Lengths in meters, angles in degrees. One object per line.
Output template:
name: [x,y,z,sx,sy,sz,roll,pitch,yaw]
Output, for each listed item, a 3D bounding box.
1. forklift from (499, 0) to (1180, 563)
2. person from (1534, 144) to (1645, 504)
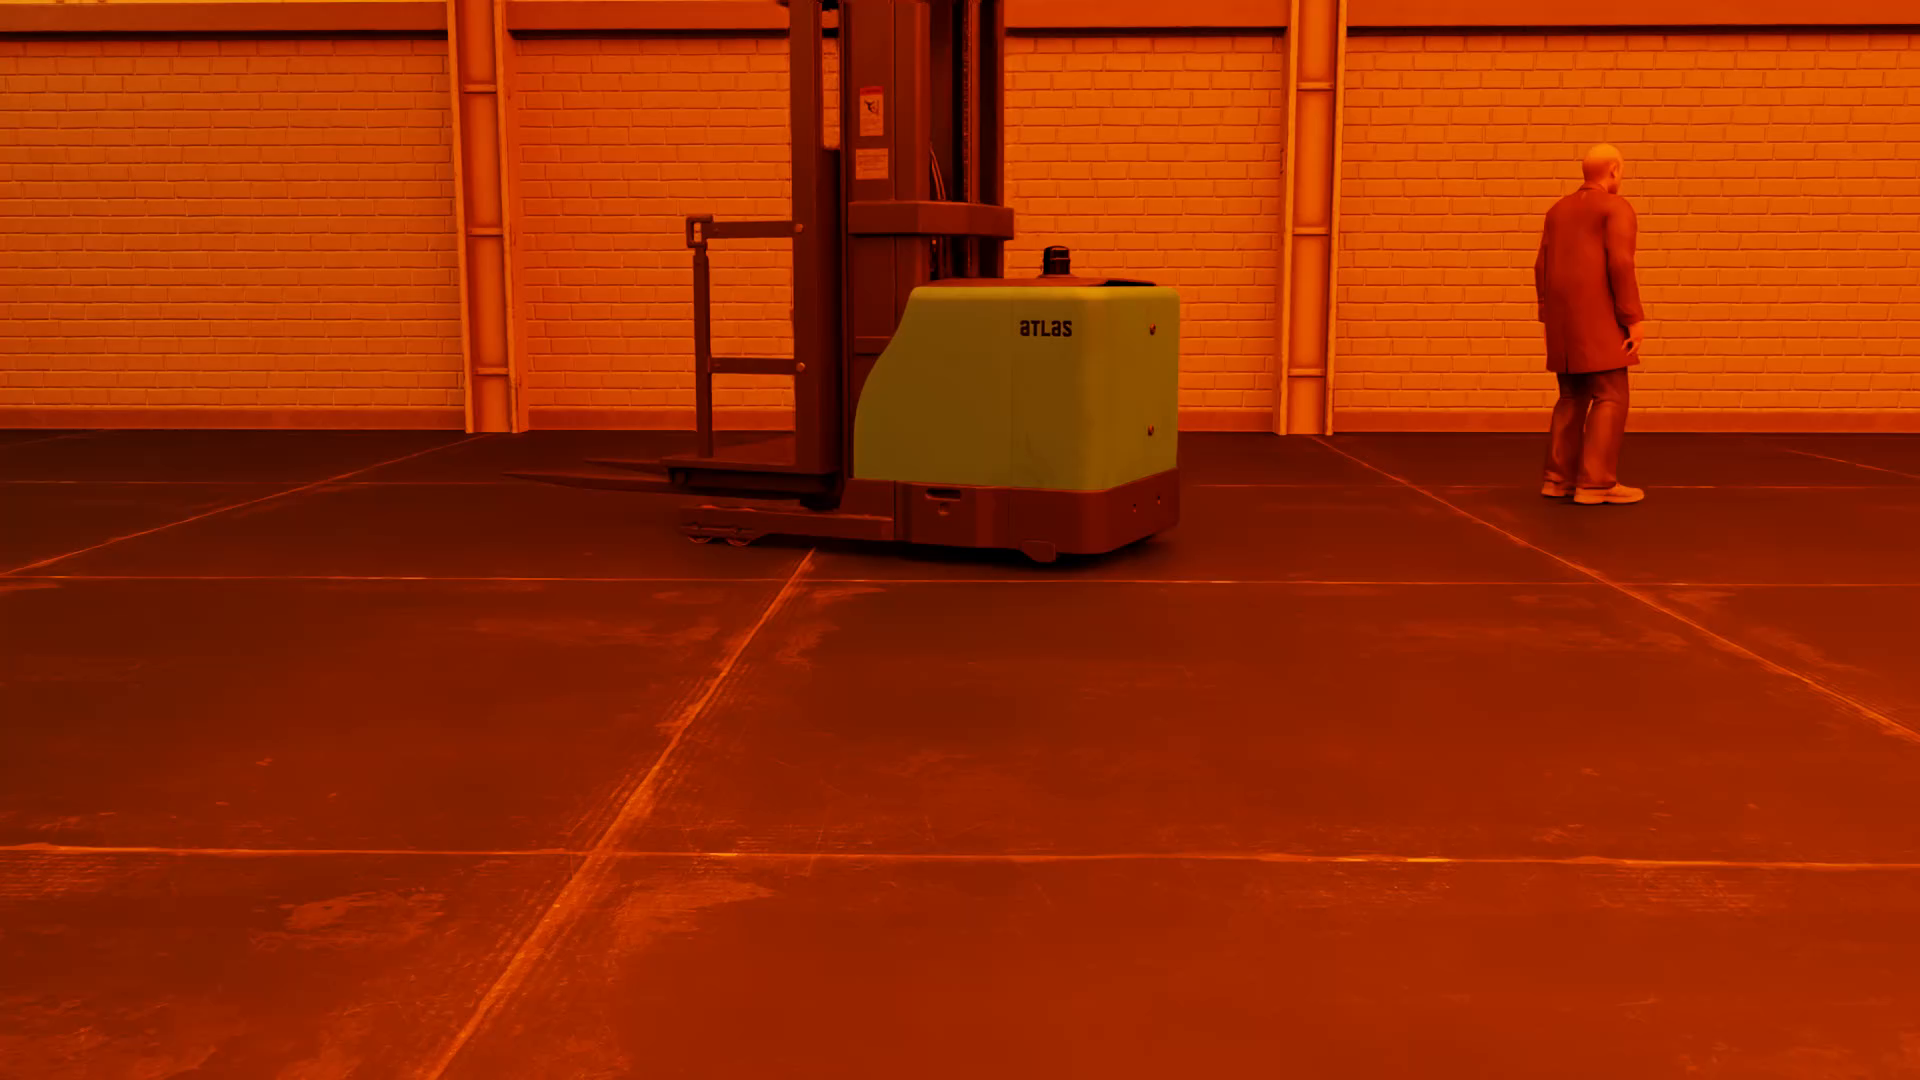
forklift: [-0.620,-1.487,7.153,3.031,2.935,1.130,4,10,25]
person: [3.178,-1.082,8.355,0.447,1.776,0.647,-4,9,-23]
